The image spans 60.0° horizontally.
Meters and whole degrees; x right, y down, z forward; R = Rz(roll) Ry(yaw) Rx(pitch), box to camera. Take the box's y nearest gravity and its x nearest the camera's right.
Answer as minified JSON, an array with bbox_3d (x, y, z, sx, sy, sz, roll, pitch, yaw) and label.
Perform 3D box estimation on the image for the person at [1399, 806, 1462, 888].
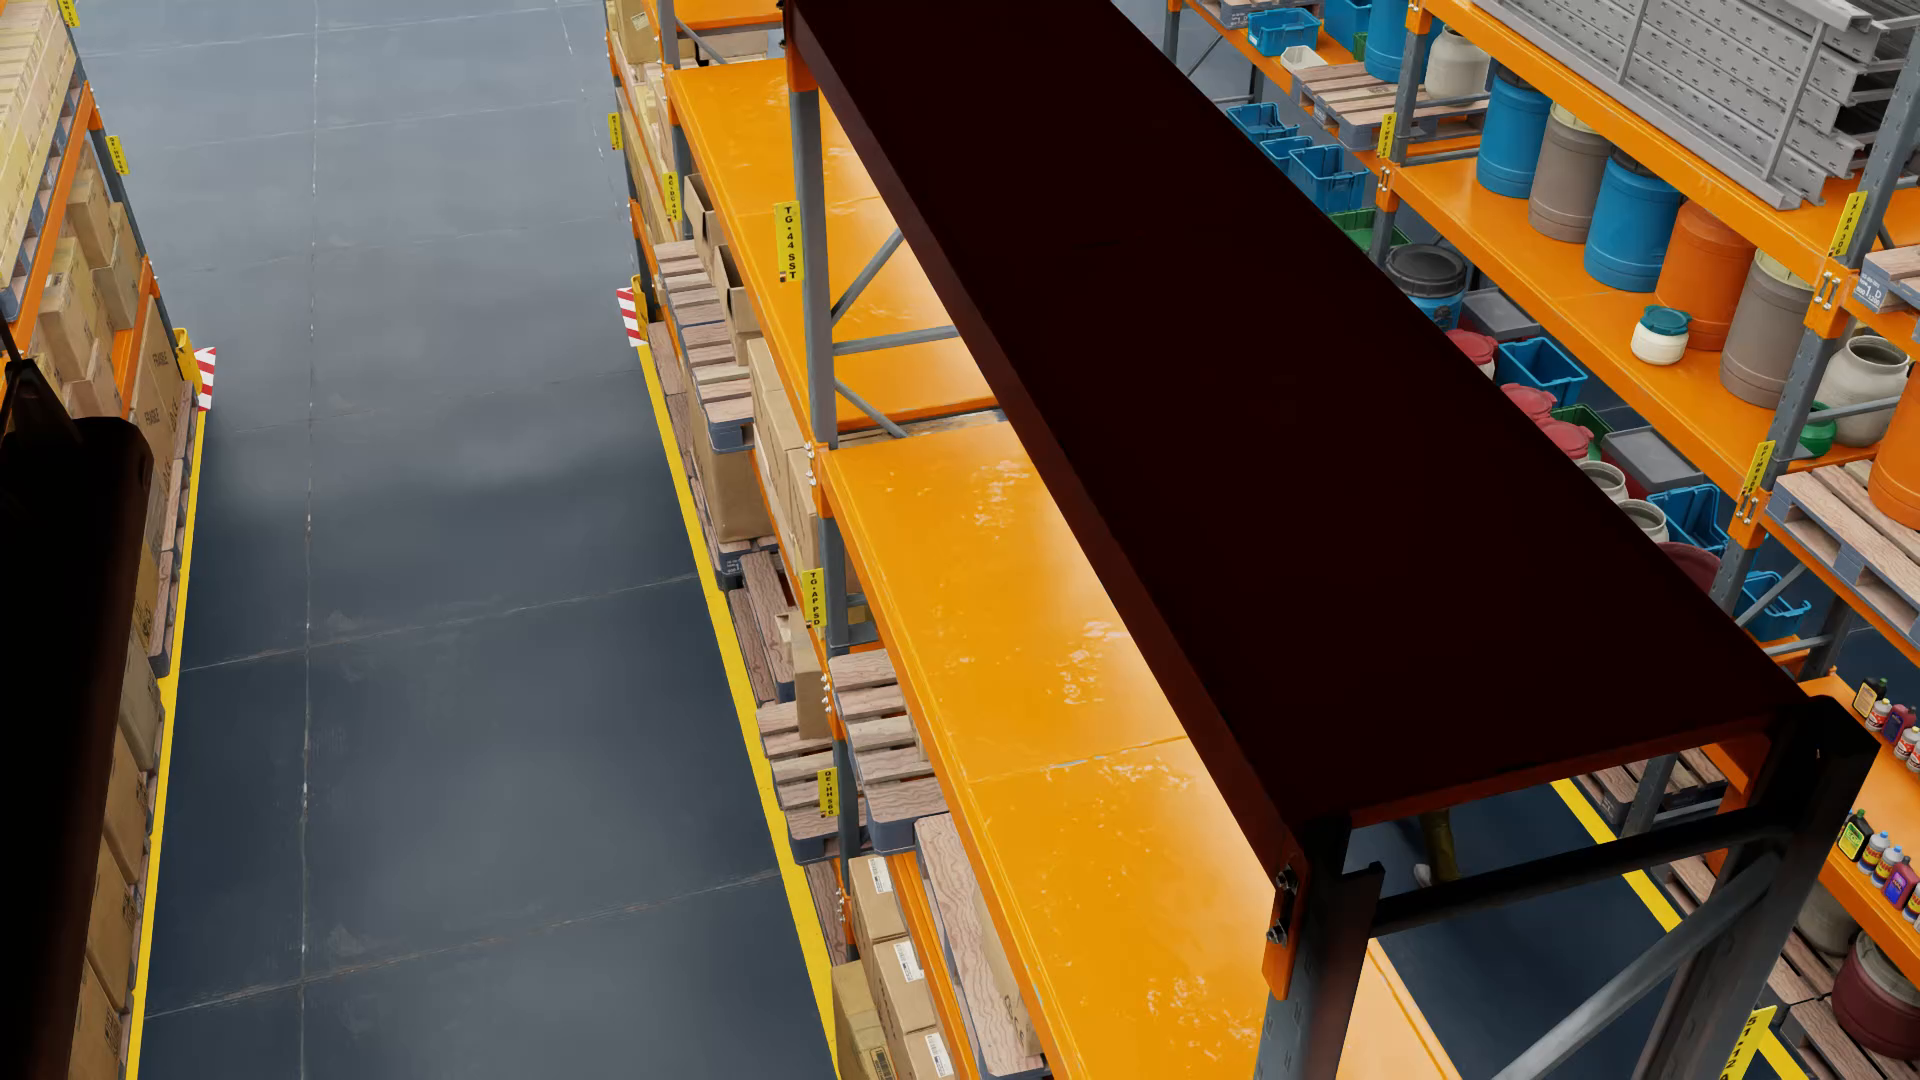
[{"bbox_3d":[2.810,1.229,9.845,0.674,1.726,1.081,-16,41,-20],"label":"person"}]
